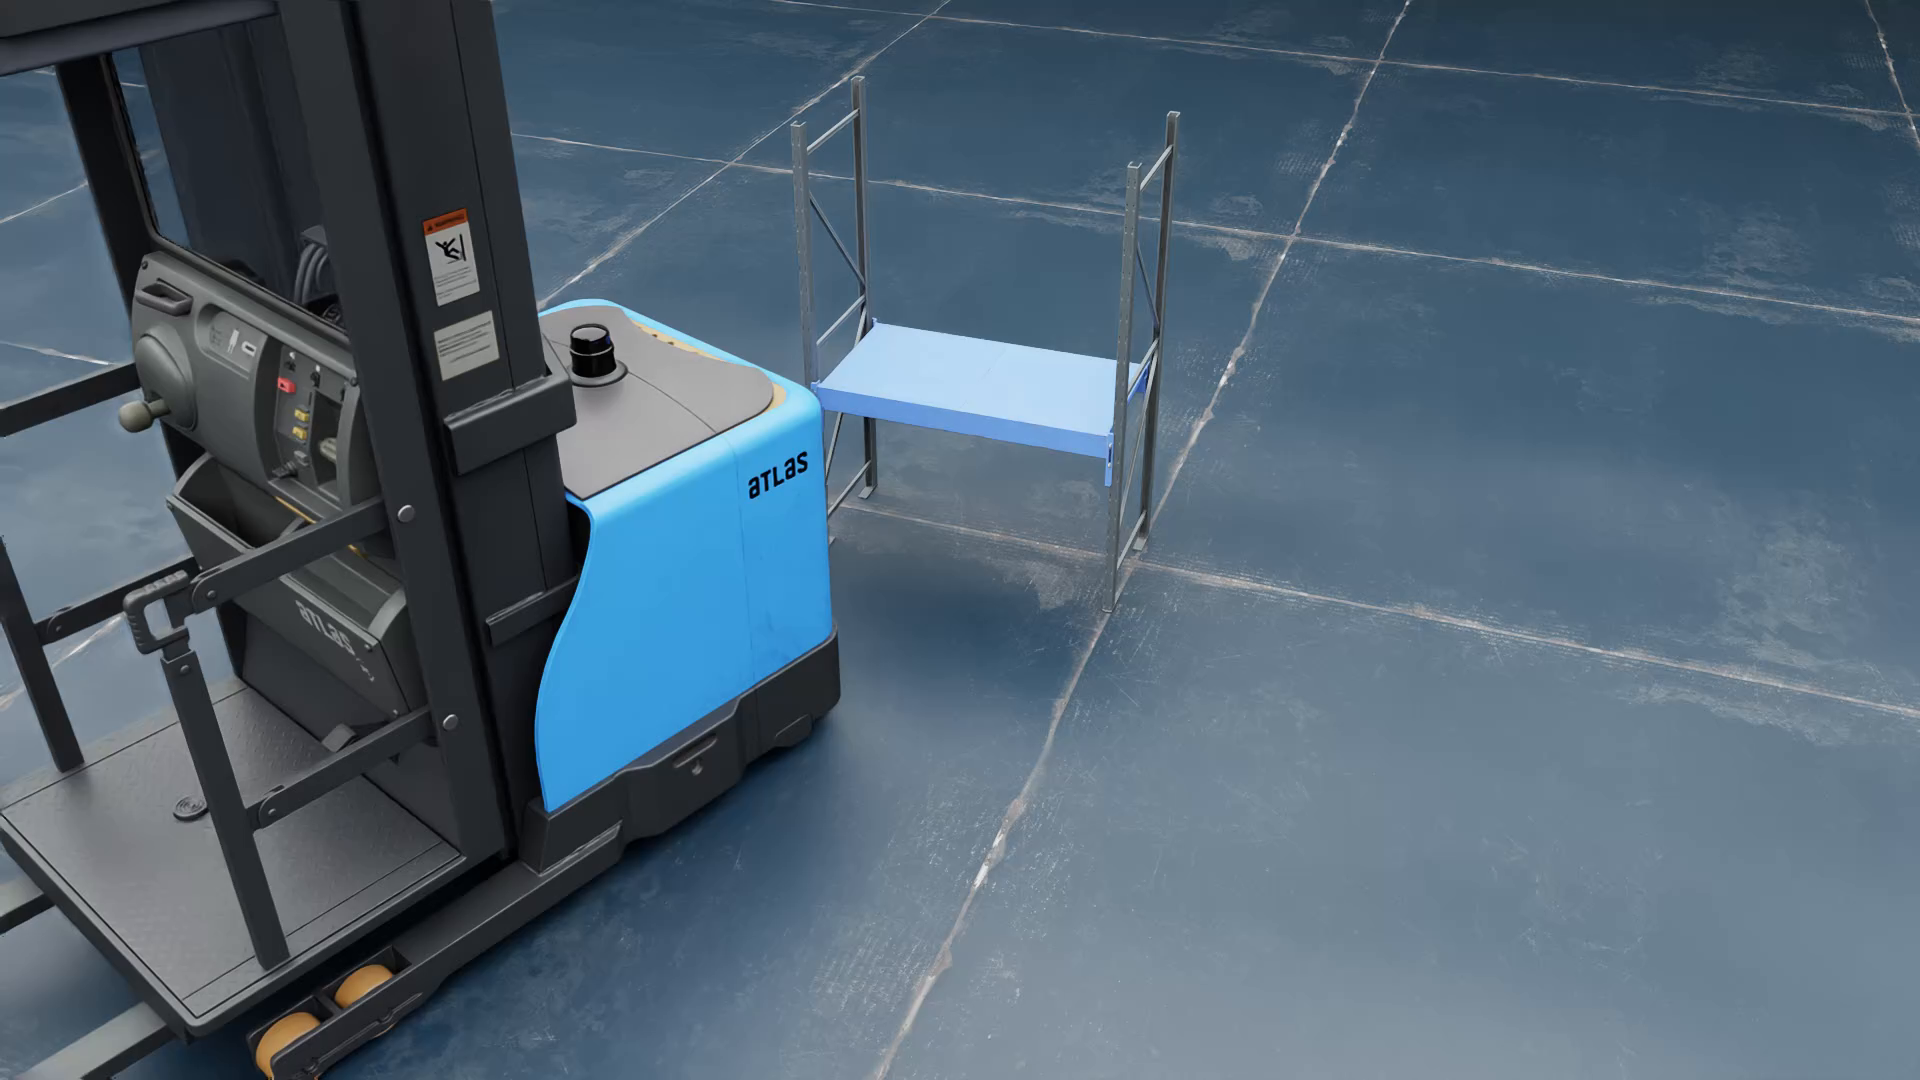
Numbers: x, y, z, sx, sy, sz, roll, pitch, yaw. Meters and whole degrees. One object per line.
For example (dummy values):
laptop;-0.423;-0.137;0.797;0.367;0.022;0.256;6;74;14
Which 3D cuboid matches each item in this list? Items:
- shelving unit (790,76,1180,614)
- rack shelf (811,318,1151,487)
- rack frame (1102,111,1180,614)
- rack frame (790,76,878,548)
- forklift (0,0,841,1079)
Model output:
shelving unit;0.080;-0.614;5.319;1.048;1.500;0.538;11;34;16
rack shelf;0.080;-0.463;5.417;1.000;0.185;0.538;11;34;16
rack frame;0.559;-0.521;5.175;0.032;1.500;0.500;11;34;16
rack frame;-0.398;-0.708;5.463;0.032;1.500;0.500;11;34;16
forklift;-1.703;-0.290;3.497;1.130;2.935;3.031;26;41;34
